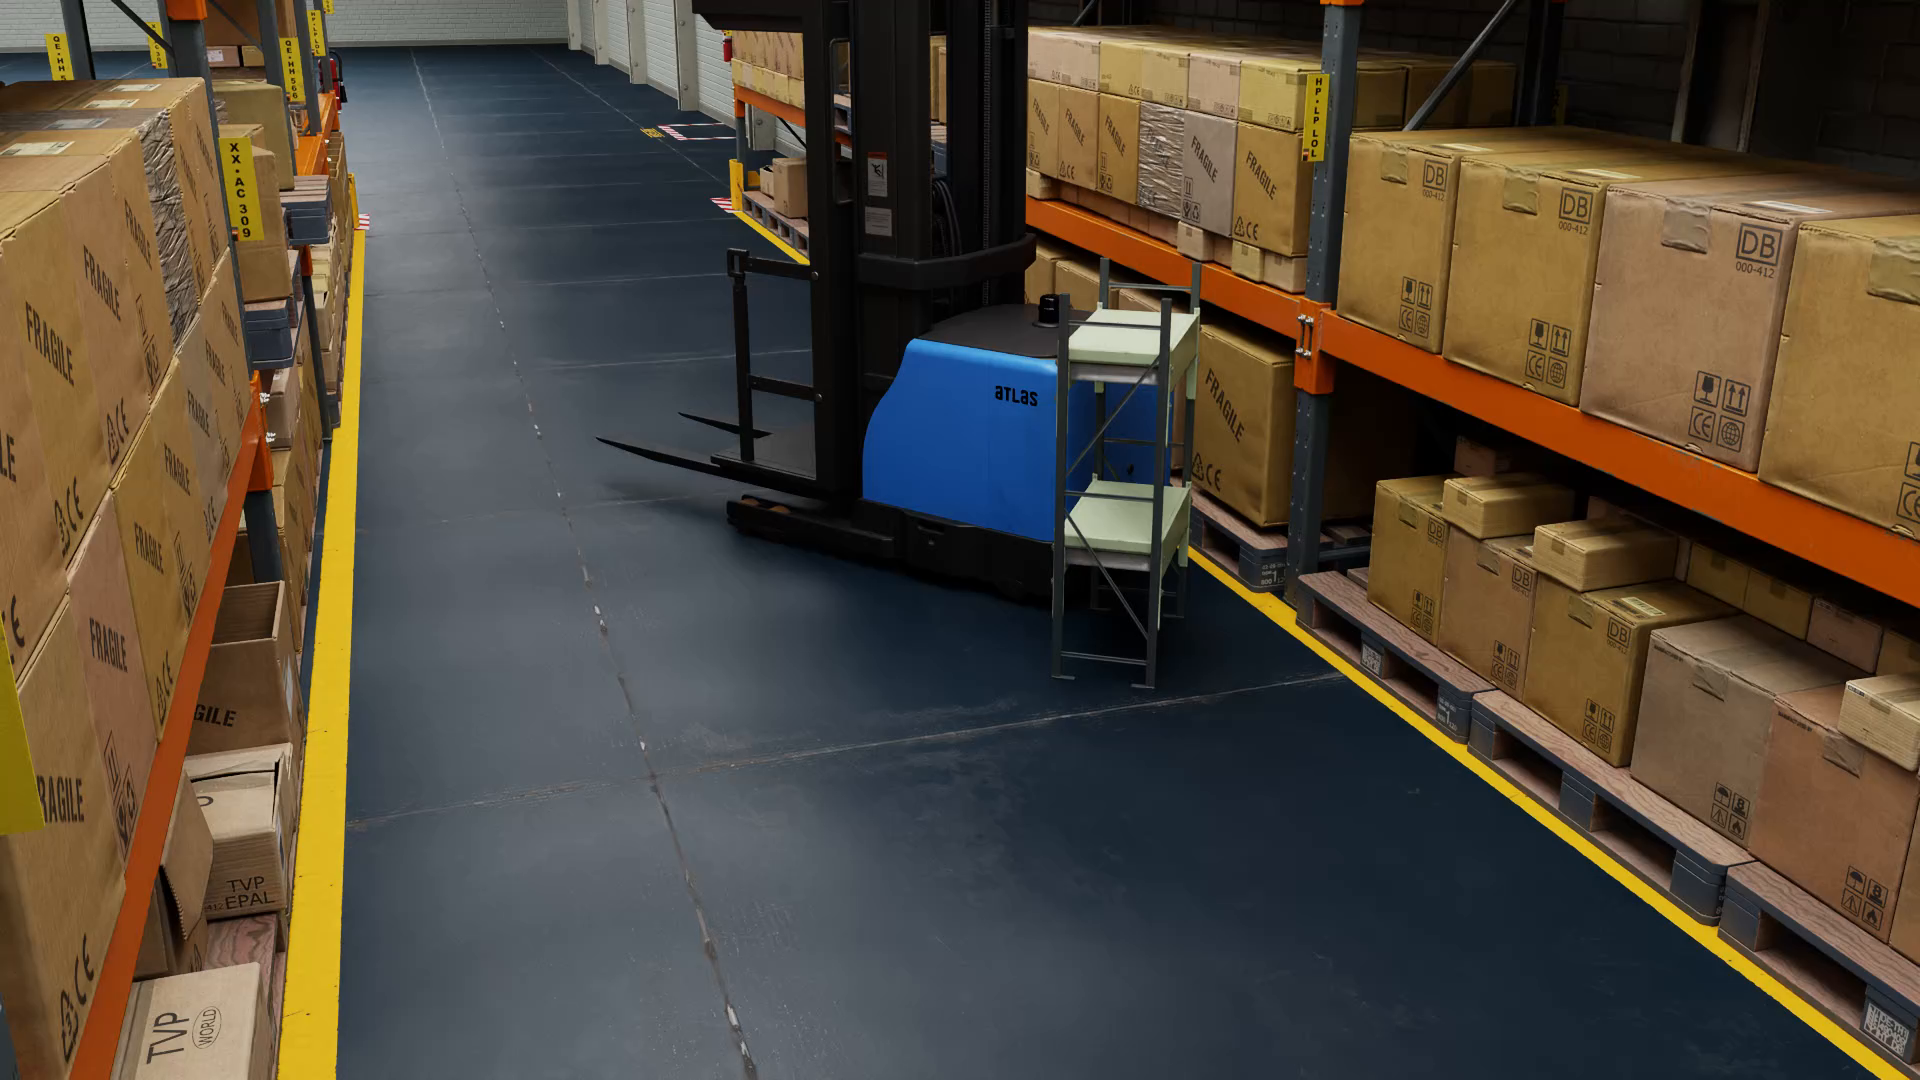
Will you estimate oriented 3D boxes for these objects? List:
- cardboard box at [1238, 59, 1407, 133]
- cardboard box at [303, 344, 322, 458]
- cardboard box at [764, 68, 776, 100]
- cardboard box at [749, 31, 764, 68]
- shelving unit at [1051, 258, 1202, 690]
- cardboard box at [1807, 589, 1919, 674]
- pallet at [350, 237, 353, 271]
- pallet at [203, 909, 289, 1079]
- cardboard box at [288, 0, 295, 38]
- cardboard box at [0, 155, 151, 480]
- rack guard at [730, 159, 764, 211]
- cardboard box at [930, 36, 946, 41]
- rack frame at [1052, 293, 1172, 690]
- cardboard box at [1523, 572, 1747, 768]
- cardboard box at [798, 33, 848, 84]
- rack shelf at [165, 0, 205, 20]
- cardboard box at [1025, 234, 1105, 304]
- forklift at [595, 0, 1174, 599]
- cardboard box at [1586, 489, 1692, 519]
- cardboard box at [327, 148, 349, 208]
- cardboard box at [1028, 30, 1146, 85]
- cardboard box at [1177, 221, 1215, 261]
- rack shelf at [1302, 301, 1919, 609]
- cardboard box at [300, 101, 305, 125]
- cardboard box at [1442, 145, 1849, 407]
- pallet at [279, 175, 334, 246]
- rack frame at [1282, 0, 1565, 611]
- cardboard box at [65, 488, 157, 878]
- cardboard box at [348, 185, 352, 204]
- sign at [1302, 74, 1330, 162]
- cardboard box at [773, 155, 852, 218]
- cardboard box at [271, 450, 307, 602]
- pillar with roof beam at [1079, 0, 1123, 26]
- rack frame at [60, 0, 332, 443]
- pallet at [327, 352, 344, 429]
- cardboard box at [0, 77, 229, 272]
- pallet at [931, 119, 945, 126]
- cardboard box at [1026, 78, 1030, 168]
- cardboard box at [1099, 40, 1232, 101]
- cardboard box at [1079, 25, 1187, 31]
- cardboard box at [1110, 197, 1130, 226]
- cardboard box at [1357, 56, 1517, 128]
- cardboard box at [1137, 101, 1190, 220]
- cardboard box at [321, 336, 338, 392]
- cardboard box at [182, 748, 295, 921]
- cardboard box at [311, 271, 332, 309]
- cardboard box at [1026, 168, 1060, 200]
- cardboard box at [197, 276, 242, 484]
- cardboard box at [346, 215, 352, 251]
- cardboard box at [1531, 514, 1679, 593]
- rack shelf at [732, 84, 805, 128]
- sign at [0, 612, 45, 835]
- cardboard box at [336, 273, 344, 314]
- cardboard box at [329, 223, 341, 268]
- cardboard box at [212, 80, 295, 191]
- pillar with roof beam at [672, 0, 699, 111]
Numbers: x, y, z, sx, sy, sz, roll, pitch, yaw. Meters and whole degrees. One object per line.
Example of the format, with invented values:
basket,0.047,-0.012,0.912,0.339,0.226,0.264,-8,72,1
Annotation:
cardboard box,1.498,-1.853,6.911,0.500,0.250,0.500,-6,21,-16
cardboard box,-3.555,-0.692,8.453,0.500,0.500,0.500,-6,20,-15
cardboard box,-1.545,-4.288,15.611,0.500,0.250,0.500,-6,21,-17
cardboard box,-1.718,-4.812,15.959,0.500,0.500,0.500,-7,21,-19
shelving unit,0.650,-0.275,6.463,0.431,1.500,0.755,6,20,15
cardboard box,2.740,0.257,4.881,0.380,0.149,0.250,-6,21,-16
pallet,-5.926,-2.560,14.731,1.003,0.211,1.213,-6,21,-17
pallet,-2.212,1.272,4.063,1.003,0.211,1.213,-6,21,-17
cardboard box,-5.634,-4.182,13.055,0.700,0.500,0.500,-6,21,-17
cardboard box,-1.770,-0.386,2.926,0.500,0.500,0.500,-6,21,-16
rack guard,-1.861,-3.831,17.842,1.175,0.500,0.348,-6,21,-17
cardboard box,-0.094,-3.447,12.277,0.700,0.500,0.500,-4,20,-10
rack frame,0.549,-0.156,6.132,0.400,1.500,0.023,6,20,15
cardboard box,2.339,0.375,5.510,0.700,0.500,0.500,-6,21,-16
cardboard box,-1.069,-4.159,14.140,0.500,0.500,0.500,-6,21,-17
rack shelf,-2.186,-1.085,3.125,1.077,0.370,4.000,-6,21,-17
cardboard box,0.737,-1.400,9.937,0.750,0.750,0.750,-7,21,-18
forklift,-0.505,-1.504,7.767,3.031,2.935,1.130,14,24,34
cardboard box,2.419,-0.071,5.793,0.380,0.149,0.250,-7,21,-19
cardboard box,-5.651,-3.140,14.559,0.500,0.500,0.500,-6,21,-17
cardboard box,0.698,-2.668,9.181,0.500,0.250,0.500,-7,21,-18
cardboard box,1.233,-1.395,7.706,0.380,0.149,0.250,-6,21,-17
rack shelf,2.516,-0.200,5.101,1.077,0.370,4.000,-6,21,-17
cardboard box,-5.646,-3.578,13.292,0.700,0.500,0.500,-7,21,-18
cardboard box,2.266,-0.911,5.572,0.980,0.700,0.700,-7,21,-19
pallet,-3.792,-1.636,8.319,1.213,0.211,1.003,-6,21,-17
rack frame,1.887,-1.181,6.766,1.000,3.000,0.127,-6,21,-17
cardboard box,-1.613,0.248,2.641,0.500,0.500,0.500,-7,21,-18
cardboard box,-6.137,-3.267,16.021,0.500,0.250,0.500,-6,21,-17
sign,1.375,-1.628,6.415,0.100,0.325,0.005,-6,21,-17
cardboard box,-1.390,-3.407,16.011,0.700,0.500,0.500,-8,21,-21
cardboard box,-2.913,-0.035,6.623,0.500,0.500,0.500,-6,21,-16
pillar with roof beam,-3.044,-5.339,9.470,9.100,9.000,0.400,-6,21,-17
rack frame,-4.072,-1.937,8.871,1.000,3.000,0.127,-6,21,-17
pallet,-4.293,-0.893,10.090,1.003,0.211,1.213,-6,21,-17
cardboard box,-2.410,-1.036,4.737,0.500,0.500,0.500,-6,21,-17
pallet,-0.031,-3.005,12.129,1.003,0.211,1.213,-6,21,-17
cardboard box,0.540,-2.478,9.760,0.500,0.500,0.500,-6,21,-16
cardboard box,1.025,-2.345,8.281,0.500,0.250,0.500,-7,21,-18
cardboard box,1.019,-2.896,9.814,0.500,0.250,0.500,-6,21,-16
cardboard box,1.006,-1.734,8.649,0.380,0.149,0.250,-6,21,-17
cardboard box,1.990,-1.905,7.057,0.500,0.250,0.500,-6,21,-16
cardboard box,1.183,-1.823,7.938,0.500,0.500,0.500,-6,21,-17
cardboard box,-3.957,-1.040,9.820,0.500,0.250,0.500,-6,21,-17
cardboard box,-2.130,0.799,4.583,0.500,0.311,0.500,-6,21,-17
cardboard box,-4.130,-1.471,10.192,0.500,0.311,0.500,-7,21,-19
cardboard box,0.588,-2.049,9.526,0.380,0.149,0.250,-6,21,-16
cardboard box,-2.250,-0.402,4.450,0.500,0.500,0.500,-6,21,-16
cardboard box,-5.491,-2.627,14.239,0.500,0.250,0.500,-6,21,-17
cardboard box,2.124,0.040,5.484,0.380,0.149,0.250,-7,21,-19
rack shelf,-1.256,-4.051,15.822,1.077,0.370,4.000,-6,21,-17
sign,-1.042,0.165,1.738,0.100,0.325,0.005,-6,21,-17
cardboard box,-4.605,-1.695,11.645,0.500,0.250,0.500,-6,21,-16
cardboard box,-4.760,-2.122,12.004,0.500,0.311,0.500,-6,21,-16
cardboard box,-3.767,-1.991,8.254,0.700,0.500,0.500,-15,24,-35
pillar with roof beam,-8.702,-11.116,25.552,9.100,9.000,0.400,-6,21,-17
